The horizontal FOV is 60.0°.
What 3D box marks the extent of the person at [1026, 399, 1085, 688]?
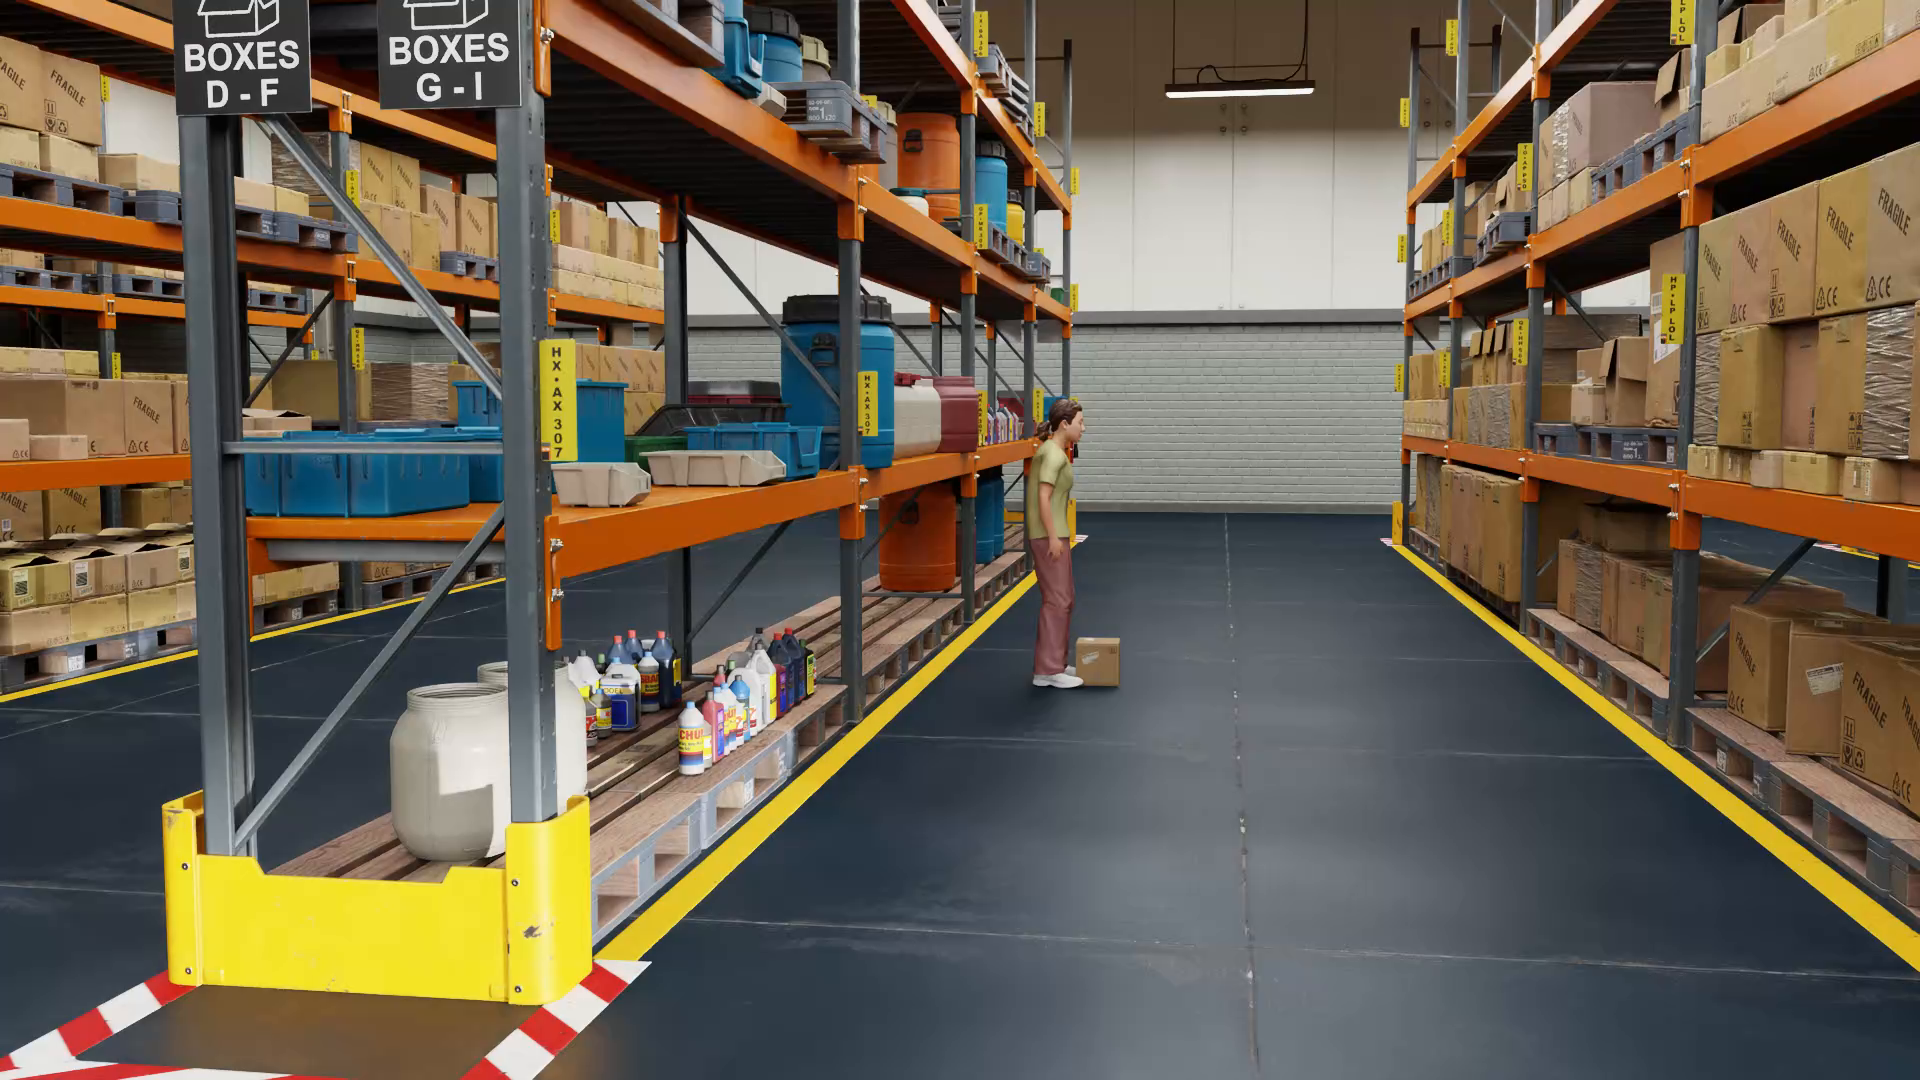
[{"bbox_3d":[0.568,0.007,9.784,0.364,1.671,0.511,0,5,5],"label":"person"}]
